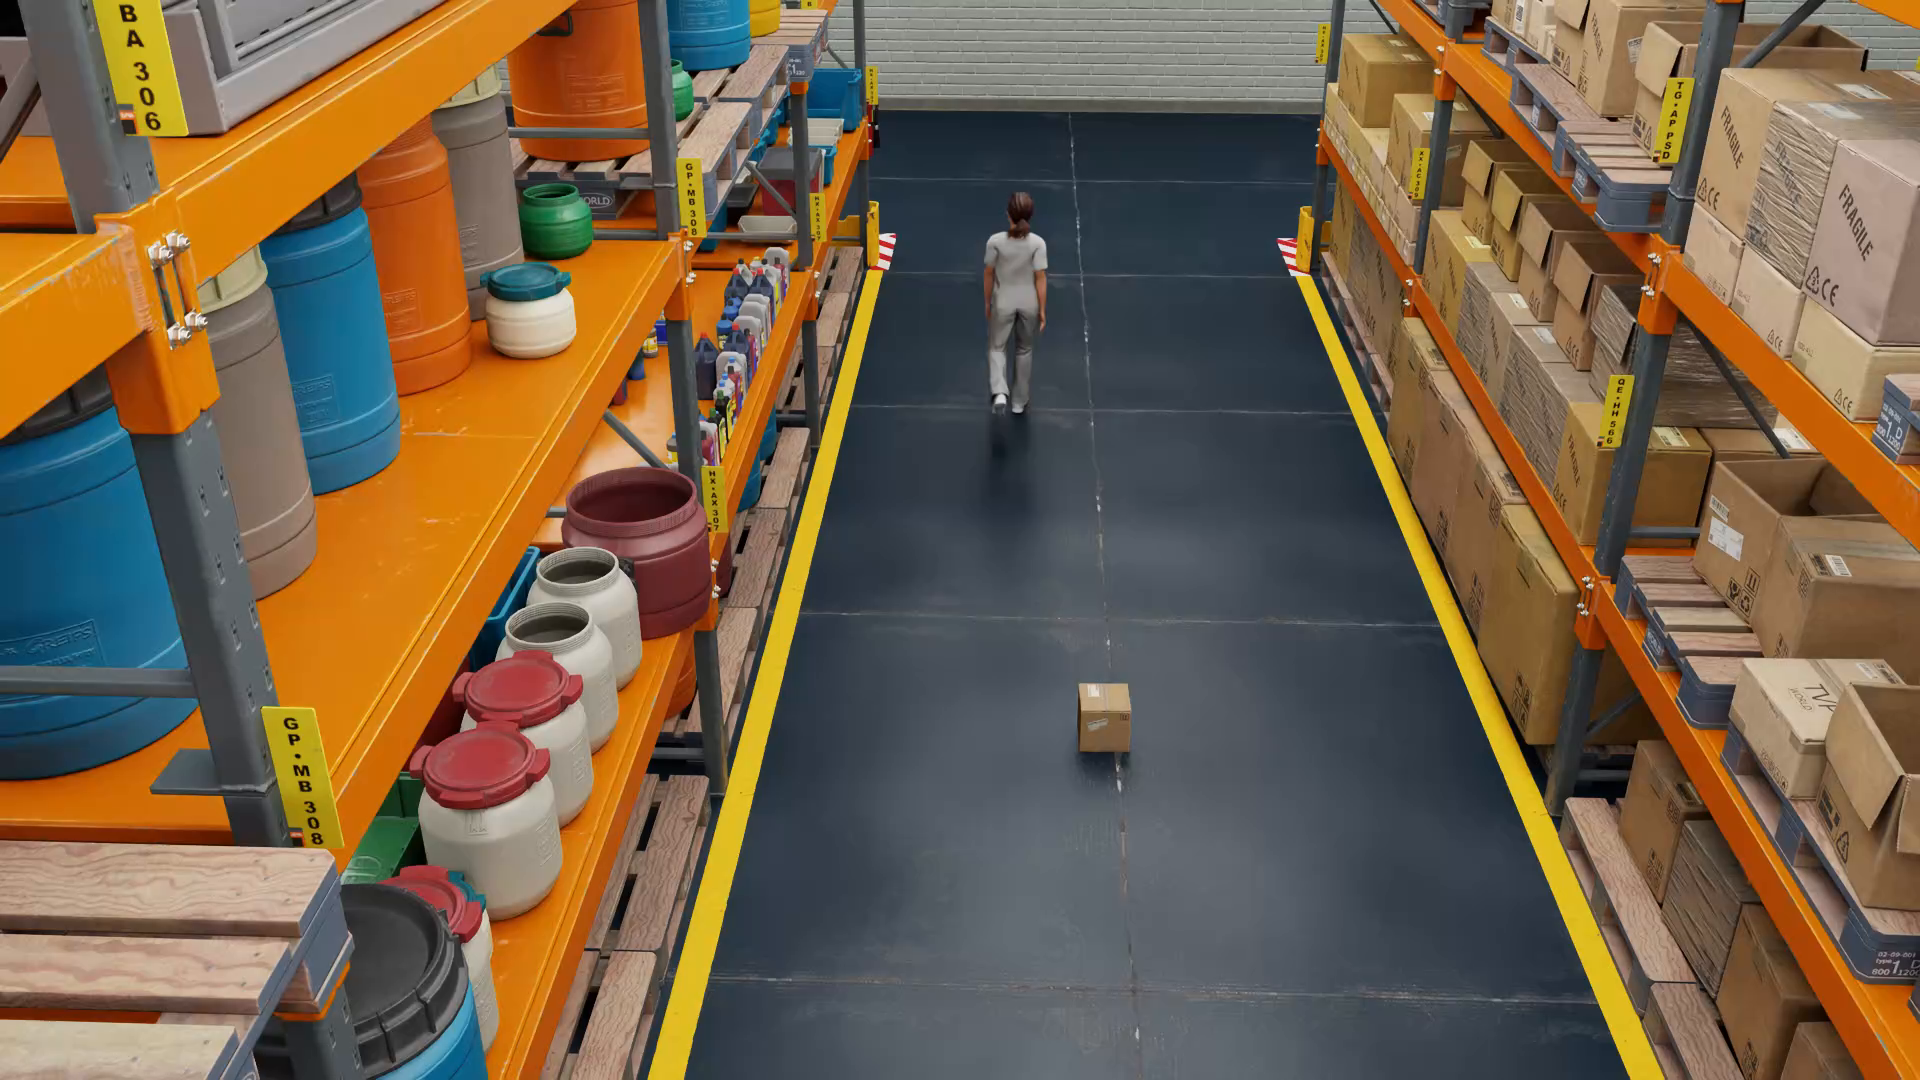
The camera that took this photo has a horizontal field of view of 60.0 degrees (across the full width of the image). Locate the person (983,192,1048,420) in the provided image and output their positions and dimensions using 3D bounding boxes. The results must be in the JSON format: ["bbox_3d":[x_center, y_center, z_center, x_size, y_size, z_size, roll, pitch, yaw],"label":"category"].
[{"bbox_3d":[0.383,-1.607,11.614,0.442,1.651,0.765,0,28,0],"label":"person"}]
